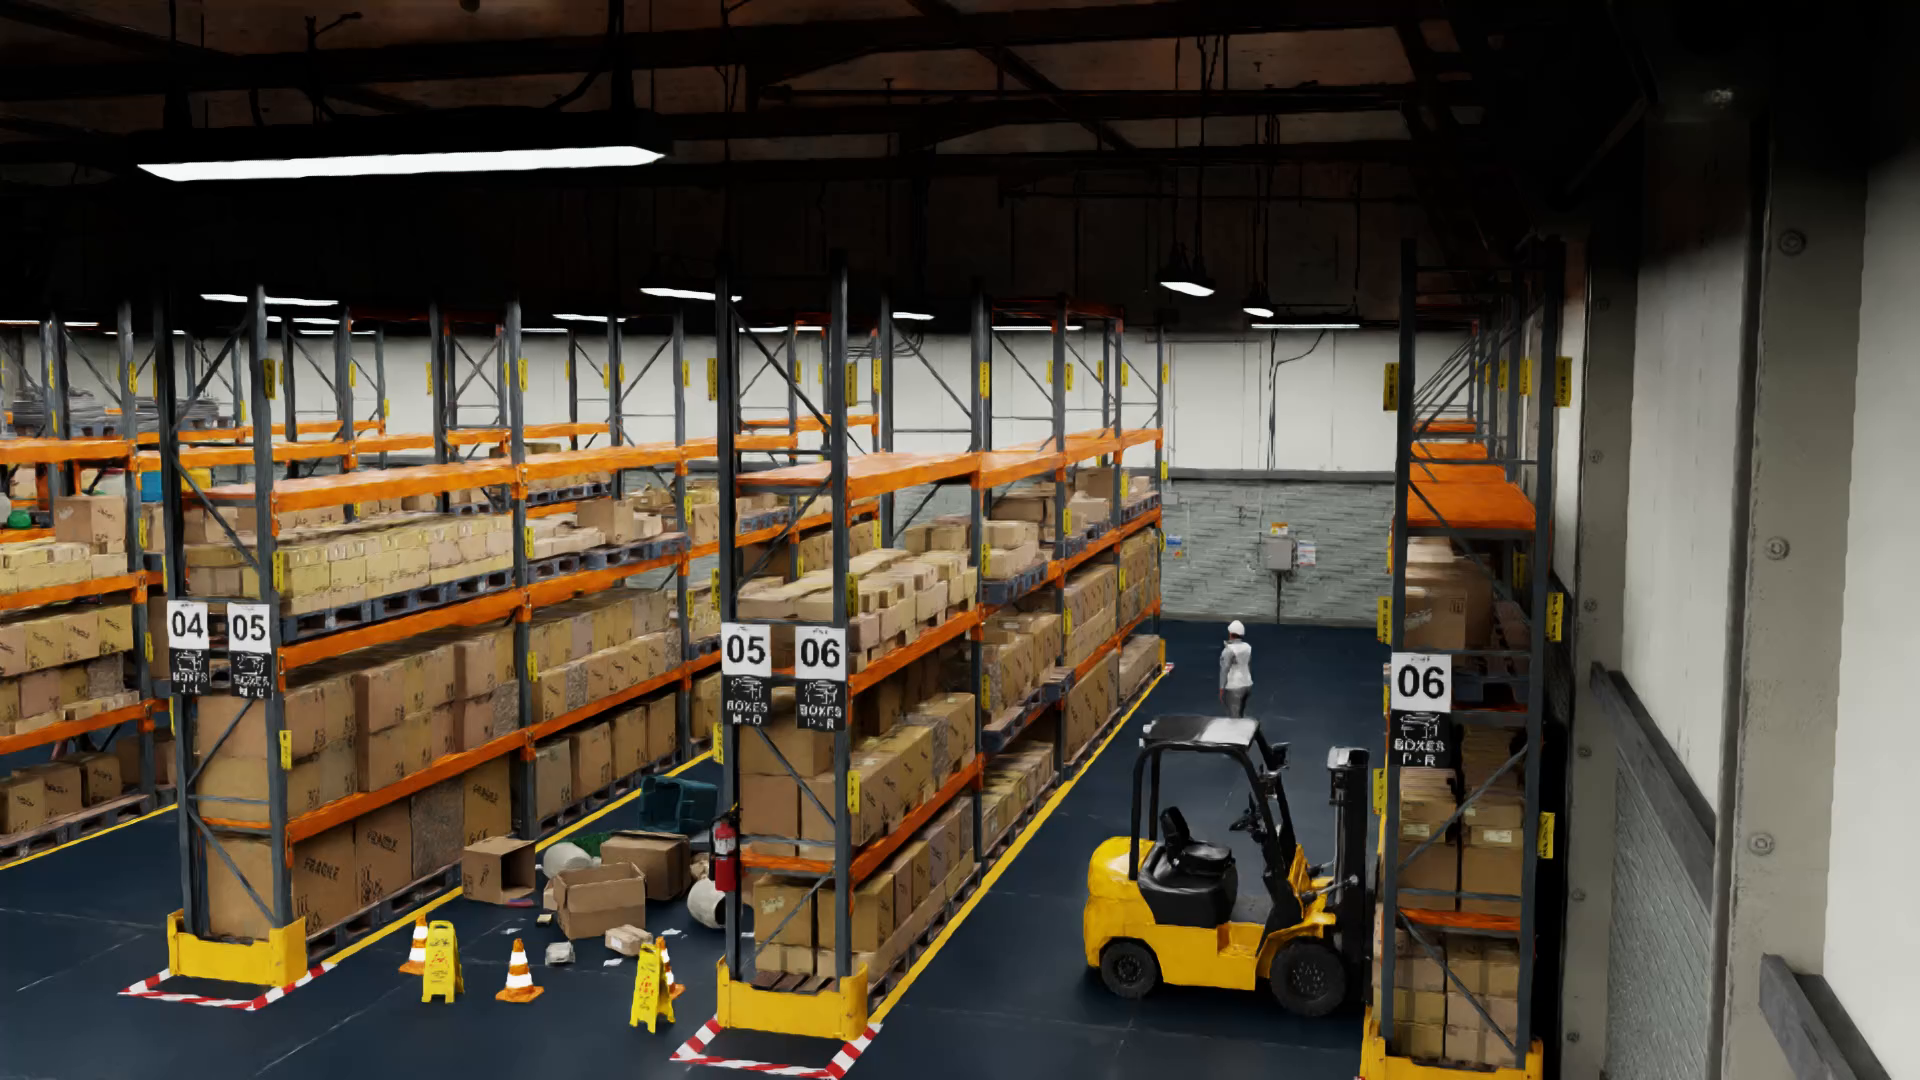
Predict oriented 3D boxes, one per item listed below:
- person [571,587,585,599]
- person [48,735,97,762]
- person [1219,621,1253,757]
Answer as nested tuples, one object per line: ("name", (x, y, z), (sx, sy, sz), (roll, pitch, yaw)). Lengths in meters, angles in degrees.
("person", (-5.983, 1.520, 26.074), (0.559, 1.762, 0.661), (6, 8, 44))
("person", (-11.300, 2.147, 20.935), (0.448, 1.590, 1.110), (2, 6, 17))
("person", (3.626, 1.942, 22.036), (0.576, 1.768, 0.626), (5, 8, 42))
